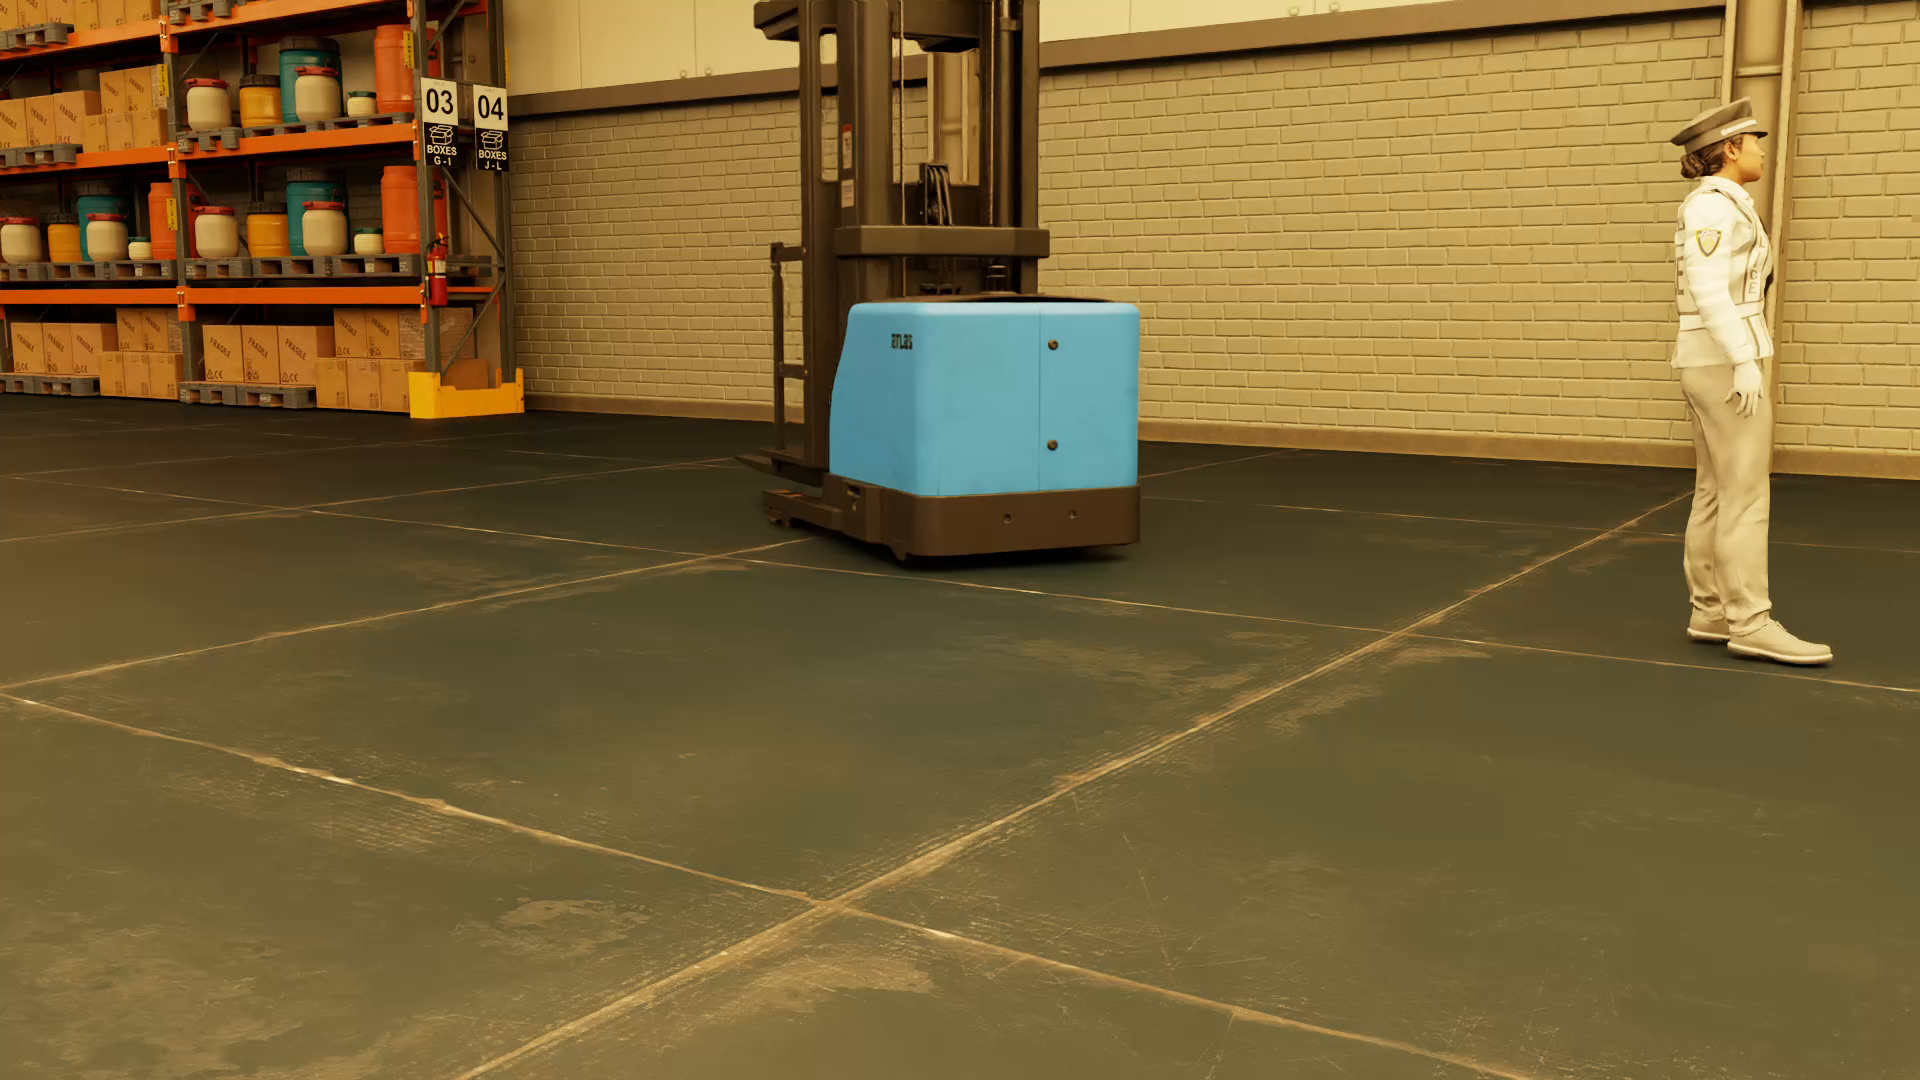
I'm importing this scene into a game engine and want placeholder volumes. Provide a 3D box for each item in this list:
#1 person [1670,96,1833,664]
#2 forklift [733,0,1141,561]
[{"bbox_3d":[2.443,-0.514,5.148,0.530,1.694,0.588,3,9,23],"label":"person"},{"bbox_3d":[-0.322,-1.533,7.972,1.130,2.935,3.031,-4,9,-25],"label":"forklift"}]
